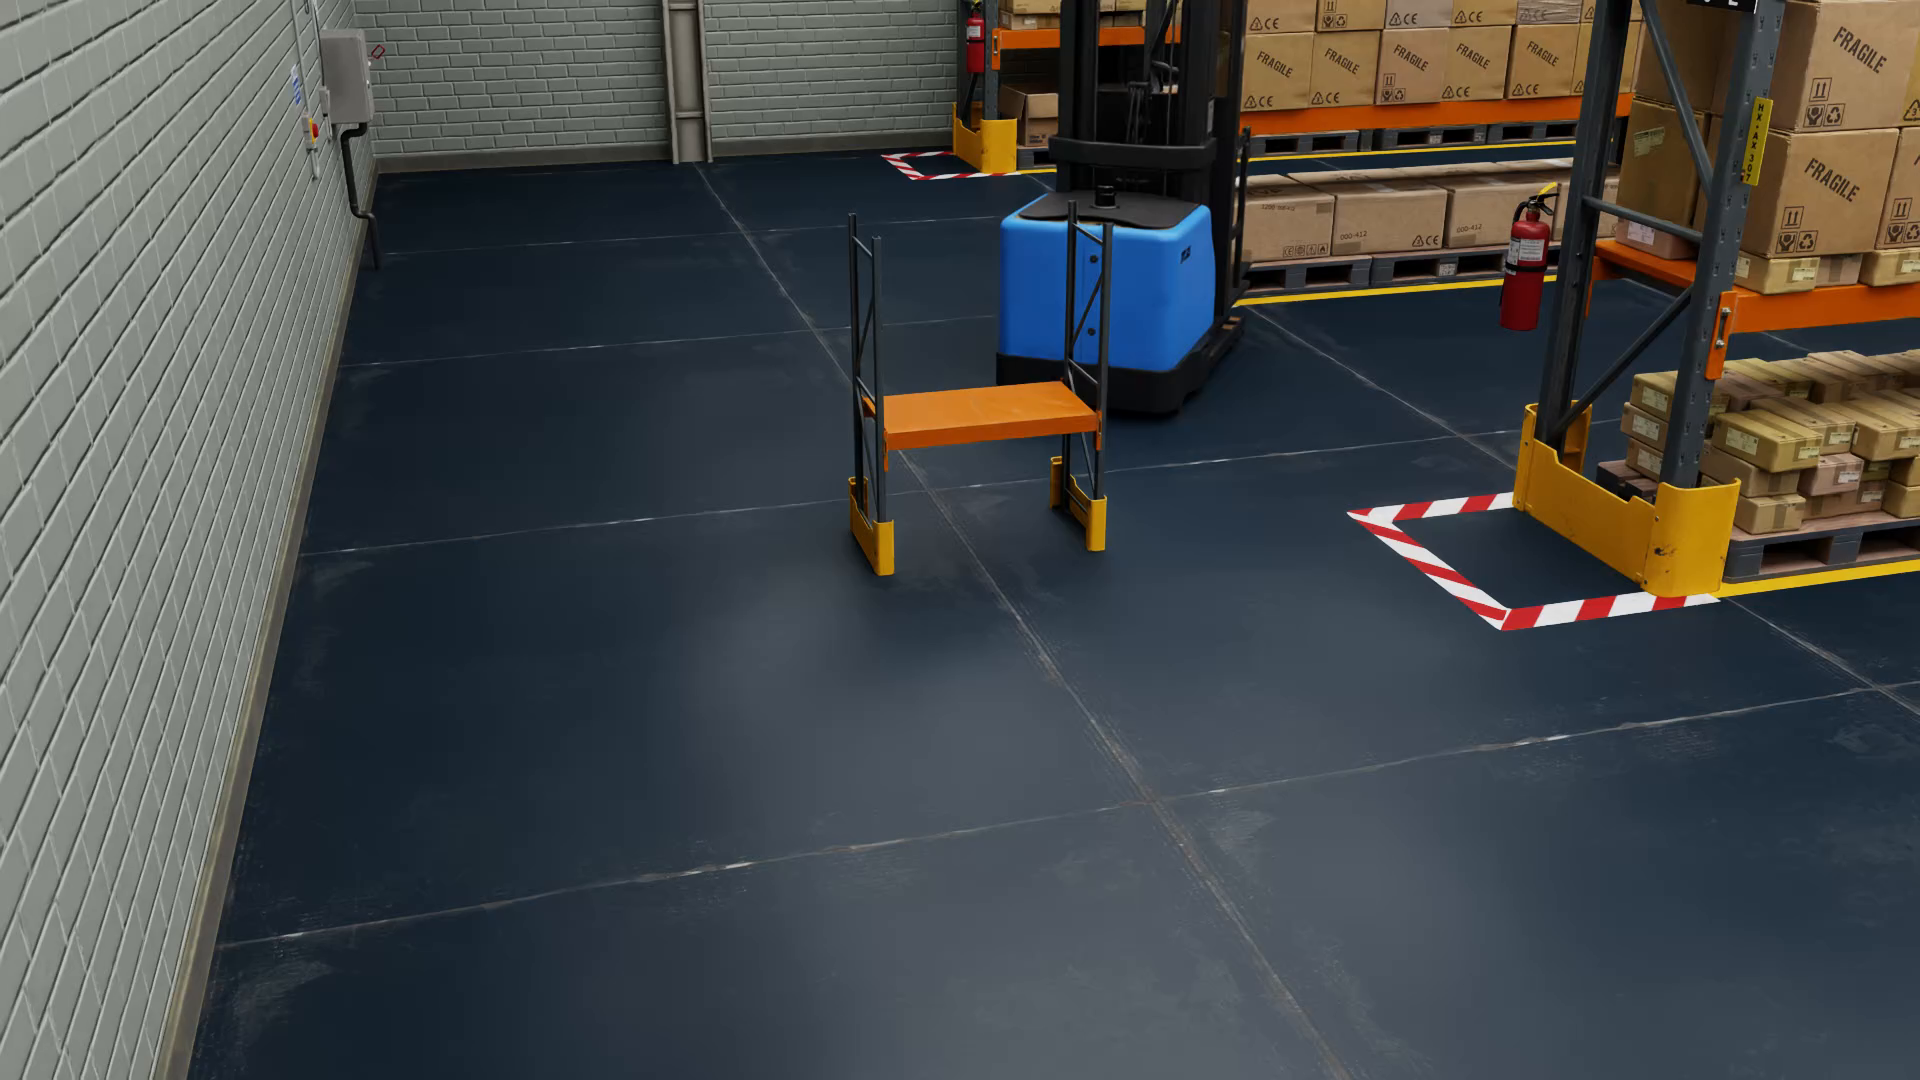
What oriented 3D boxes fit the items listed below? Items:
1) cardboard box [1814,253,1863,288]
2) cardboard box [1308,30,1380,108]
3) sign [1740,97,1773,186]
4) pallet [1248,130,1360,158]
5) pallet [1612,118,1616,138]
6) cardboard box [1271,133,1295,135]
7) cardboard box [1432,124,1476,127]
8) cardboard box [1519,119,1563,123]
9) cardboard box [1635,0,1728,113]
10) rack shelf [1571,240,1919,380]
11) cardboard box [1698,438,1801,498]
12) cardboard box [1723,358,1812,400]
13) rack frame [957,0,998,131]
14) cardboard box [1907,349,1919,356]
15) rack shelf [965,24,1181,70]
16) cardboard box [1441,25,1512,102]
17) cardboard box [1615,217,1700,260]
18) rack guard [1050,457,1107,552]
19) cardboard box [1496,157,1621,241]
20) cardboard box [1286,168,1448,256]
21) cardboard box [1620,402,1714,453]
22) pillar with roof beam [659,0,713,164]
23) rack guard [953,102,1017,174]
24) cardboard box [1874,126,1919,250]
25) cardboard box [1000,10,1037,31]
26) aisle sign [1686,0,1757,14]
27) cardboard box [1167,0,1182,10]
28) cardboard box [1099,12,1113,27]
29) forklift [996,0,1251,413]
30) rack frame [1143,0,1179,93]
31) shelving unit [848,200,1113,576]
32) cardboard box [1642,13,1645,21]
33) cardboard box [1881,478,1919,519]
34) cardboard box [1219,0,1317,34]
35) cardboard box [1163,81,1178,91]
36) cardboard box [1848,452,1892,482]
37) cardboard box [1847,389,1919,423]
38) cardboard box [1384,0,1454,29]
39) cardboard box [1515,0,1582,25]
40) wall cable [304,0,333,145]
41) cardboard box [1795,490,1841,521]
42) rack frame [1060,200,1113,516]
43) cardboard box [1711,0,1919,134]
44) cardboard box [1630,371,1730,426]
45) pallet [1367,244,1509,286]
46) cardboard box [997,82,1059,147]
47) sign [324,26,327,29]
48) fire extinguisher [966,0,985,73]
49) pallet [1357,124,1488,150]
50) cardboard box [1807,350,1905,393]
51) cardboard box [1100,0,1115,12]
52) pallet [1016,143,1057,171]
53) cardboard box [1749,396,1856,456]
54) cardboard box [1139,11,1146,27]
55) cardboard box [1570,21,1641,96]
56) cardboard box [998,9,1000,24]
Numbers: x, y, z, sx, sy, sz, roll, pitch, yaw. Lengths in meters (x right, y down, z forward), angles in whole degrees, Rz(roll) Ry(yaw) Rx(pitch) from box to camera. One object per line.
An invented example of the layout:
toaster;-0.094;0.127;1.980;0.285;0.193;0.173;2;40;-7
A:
cardboard box;3.575;-1.192;7.042;0.250;0.149;0.380;-5;24;-12
cardboard box;2.525;-3.275;11.453;0.500;0.500;0.500;-7;24;-15
sign;3.087;-1.546;6.451;0.005;0.325;0.100;-6;24;-14
pallet;3.351;-4.179;17.221;1.213;0.211;1.003;-6;24;-14
pallet;7.135;-4.612;18.232;1.213;0.211;1.003;-6;24;-14
cardboard box;3.212;-4.261;16.810;0.258;0.266;0.396;-5;24;-12
cardboard box;5.049;-4.604;17.313;0.500;0.500;0.500;-7;24;-15
cardboard box;6.032;-4.708;17.556;0.500;0.500;0.500;-7;24;-16
cardboard box;3.314;-2.140;7.160;0.500;0.500;0.500;-7;24;-15
rack shelf;4.866;-1.237;7.740;4.000;0.370;1.077;-6;24;-14
cardboard box;3.514;-0.332;7.426;0.250;0.149;0.380;-5;24;-12
cardboard box;3.854;-0.744;8.008;0.250;0.149;0.380;-7;24;-16
rack frame;0.161;-5.107;15.848;0.127;3.000;1.000;-6;24;-14
cardboard box;4.892;-0.822;8.190;0.250;0.149;0.380;-6;24;-14
rack shelf;2.087;-4.989;16.486;4.000;0.370;1.077;-6;24;-14
cardboard box;3.497;-3.382;11.702;0.500;0.500;0.500;-6;24;-13
cardboard box;3.178;-1.381;7.483;0.250;0.149;0.380;-6;24;-14
rack guard;0.553;-0.176;7.843;0.087;0.250;0.587;-6;24;-14
cardboard box;4.724;-2.638;12.811;0.875;0.438;0.875;-7;24;-15
cardboard box;2.993;-2.447;12.366;0.875;0.438;0.875;-6;24;-13
cardboard box;3.371;-0.538;7.906;0.250;0.149;0.380;-7;24;-16
pillar with roof beam;-1.515;-6.284;10.984;0.400;9.000;9.100;-6;24;-14
rack guard;0.235;-3.966;16.360;0.348;0.500;1.175;-6;24;-14
cardboard box;3.956;-1.547;7.046;0.500;0.500;0.500;-6;24;-14
cardboard box;0.552;-4.922;15.736;0.250;0.149;0.380;-6;24;-15
aisle sign;2.951;-2.427;6.306;0.004;0.787;0.394;-6;24;-14
cardboard box;2.130;-5.292;16.093;0.500;0.250;0.500;-7;24;-16
cardboard box;1.288;-5.012;15.945;0.250;0.149;0.380;-6;24;-13
forklift;1.204;-2.600;10.091;1.130;2.935;3.031;8;25;19
rack frame;1.506;-3.223;11.457;0.127;3.000;1.000;-6;24;-14
shelving unit;0.073;-0.697;7.473;1.083;1.500;0.587;-6;24;-14
cardboard box;4.977;-3.999;11.871;0.500;0.500;0.500;-7;24;-15
cardboard box;4.274;-0.245;7.600;0.250;0.149;0.380;-6;24;-14
cardboard box;2.045;-3.671;11.107;0.500;0.500;0.500;-7;24;-16
cardboard box;2.146;-4.275;16.546;0.500;0.500;0.500;-6;24;-13
cardboard box;4.005;-0.400;7.583;0.250;0.149;0.380;-6;24;-14
cardboard box;4.263;-0.548;7.552;0.250;0.149;0.380;-8;24;-17
cardboard box;3.034;-3.787;11.376;0.500;0.500;0.500;-6;24;-15
cardboard box;3.999;-3.890;11.618;0.500;0.500;0.500;-6;24;-14
wall cable;-4.311;-3.617;11.088;0.122;1.984;0.588;-6;24;-14
cardboard box;3.761;-0.230;7.566;0.250;0.149;0.380;-6;24;-15
rack frame;0.572;-0.752;7.602;0.032;1.500;0.500;-6;24;-14
cardboard box;3.444;-1.943;6.703;0.500;0.500;0.500;-6;24;-15
cardboard box;3.382;-0.663;7.820;0.250;0.149;0.380;-6;24;-14
pallet;3.427;-2.185;12.574;1.213;0.211;1.003;-6;24;-14
cardboard box;0.776;-4.182;16.325;0.637;0.503;0.797;-7;24;-16
sign;-4.677;-3.548;12.336;0.001;0.494;0.329;-6;24;-14
fire extinguisher;0.145;-4.709;15.491;0.183;0.674;0.296;-6;24;-14
pallet;4.786;-4.352;17.626;1.213;0.211;1.003;-6;24;-14
cardboard box;4.364;-0.797;8.132;0.250;0.149;0.380;-5;24;-12
cardboard box;1.156;-5.175;15.818;0.500;0.250;0.500;-6;24;-14
pallet;1.002;-3.919;16.615;1.213;0.211;1.003;-6;24;-14
cardboard box;3.769;-0.512;7.468;0.250;0.149;0.380;-6;24;-13
cardboard box;1.806;-5.041;16.012;0.250;0.149;0.380;-7;24;-16
cardboard box;4.486;-3.491;11.956;0.500;0.500;0.500;-7;24;-16
cardboard box;0.408;-5.129;16.217;0.250;0.149;0.380;-7;24;-15
